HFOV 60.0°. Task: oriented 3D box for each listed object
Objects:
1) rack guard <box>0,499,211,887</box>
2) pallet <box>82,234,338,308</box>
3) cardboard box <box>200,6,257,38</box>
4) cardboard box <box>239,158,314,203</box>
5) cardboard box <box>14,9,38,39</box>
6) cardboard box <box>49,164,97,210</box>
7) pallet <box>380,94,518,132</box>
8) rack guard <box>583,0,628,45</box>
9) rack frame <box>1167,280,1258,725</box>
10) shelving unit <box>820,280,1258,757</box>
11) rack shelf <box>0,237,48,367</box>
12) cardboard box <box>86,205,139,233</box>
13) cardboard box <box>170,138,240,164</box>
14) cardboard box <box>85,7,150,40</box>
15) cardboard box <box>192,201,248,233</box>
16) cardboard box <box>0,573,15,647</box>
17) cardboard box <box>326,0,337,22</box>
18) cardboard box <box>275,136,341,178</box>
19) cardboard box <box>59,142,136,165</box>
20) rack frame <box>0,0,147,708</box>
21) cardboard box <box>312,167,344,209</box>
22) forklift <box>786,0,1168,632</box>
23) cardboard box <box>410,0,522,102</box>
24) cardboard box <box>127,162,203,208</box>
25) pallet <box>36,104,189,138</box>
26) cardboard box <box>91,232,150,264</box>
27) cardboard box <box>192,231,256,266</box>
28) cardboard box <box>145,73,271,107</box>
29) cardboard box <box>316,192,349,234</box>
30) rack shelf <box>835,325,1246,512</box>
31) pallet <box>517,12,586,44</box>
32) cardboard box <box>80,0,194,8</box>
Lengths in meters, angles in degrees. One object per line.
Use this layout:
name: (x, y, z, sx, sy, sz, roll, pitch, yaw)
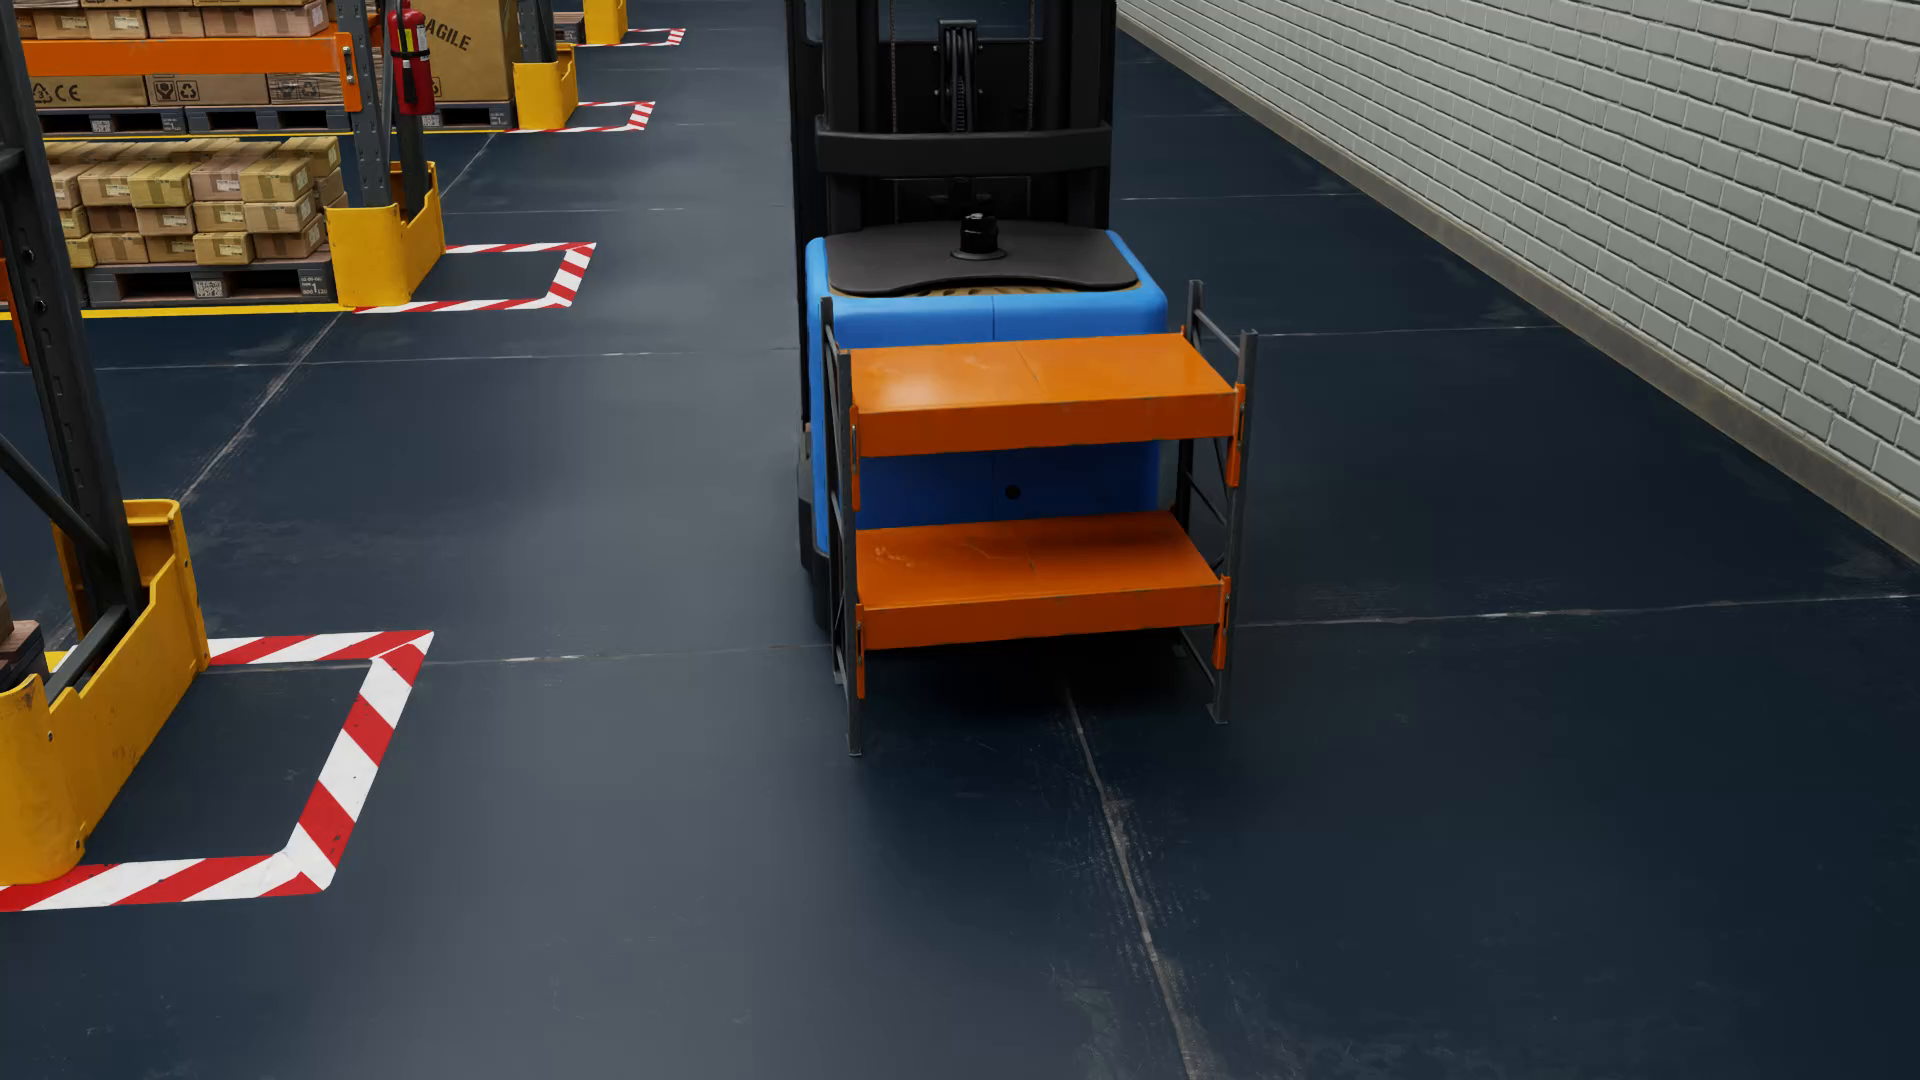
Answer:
rack guard: (-2.344, 0.351, 4.344, 0.348, 0.500, 1.175, -2, 24, -5)
pallet: (-3.843, -1.491, 8.846, 1.213, 0.211, 1.003, -2, 24, -5)
cardboard box: (-3.503, -2.550, 8.103, 0.250, 0.149, 0.380, -2, 24, -5)
cardboard box: (-3.457, -1.824, 8.422, 0.250, 0.149, 0.380, -2, 24, -5)
cardboard box: (-4.542, -2.529, 8.056, 0.250, 0.149, 0.380, -3, 24, -7)
cardboard box: (-4.484, -1.758, 8.272, 0.250, 0.149, 0.380, -1, 24, -3)
pallet: (-4.130, -3.458, 13.270, 1.213, 0.211, 1.003, -2, 24, -5)
rack guard: (-3.806, -5.662, 17.872, 0.348, 0.500, 1.175, -2, 24, -5)
rack frame: (0.685, -0.103, 4.589, 0.032, 1.125, 0.500, -4, 25, -9)
shelving unit: (0.184, -0.069, 4.512, 1.048, 1.125, 0.538, -4, 25, -9)
rack shelf: (-4.358, -0.381, 3.801, 4.000, 0.370, 1.077, -2, 24, -5)
cardboard box: (-4.247, -1.685, 8.474, 0.250, 0.149, 0.380, -3, 24, -6)
cardboard box: (-4.036, -2.046, 8.921, 0.250, 0.149, 0.380, -2, 24, -5)
cardboard box: (-4.003, -2.514, 8.023, 0.250, 0.149, 0.380, -2, 24, -4)
cardboard box: (-3.718, -1.687, 8.479, 0.250, 0.149, 0.380, -3, 24, -6)
cardboard box: (-3.015, 0.256, 4.119, 0.875, 0.438, 0.875, -3, 24, -7)
cardboard box: (-3.310, -2.792, 8.647, 0.250, 0.149, 0.380, -2, 24, -6)
cardboard box: (-3.510, -2.064, 8.962, 0.250, 0.149, 0.380, -3, 24, -8)
cardboard box: (-4.551, -1.996, 8.807, 0.250, 0.149, 0.380, -1, 24, -3)
rack frame: (-2.368, -0.790, 3.834, 0.127, 3.000, 1.000, -2, 24, -5)
cardboard box: (-3.502, -1.895, 8.946, 0.250, 0.149, 0.380, -1, 24, -3)
forklift: (-0.053, -1.627, 5.802, 1.130, 2.935, 3.031, -2, 24, -5)
cardboard box: (-3.971, -3.959, 13.062, 0.875, 0.875, 0.875, -2, 24, -5)
cardboard box: (-3.958, -1.776, 8.313, 0.250, 0.149, 0.380, -3, 24, -6)
pallet: (-6.558, -3.360, 13.051, 1.213, 0.211, 1.003, -2, 24, -5)
cardboard box: (-4.220, -1.529, 8.489, 0.250, 0.149, 0.380, -2, 24, -5)
cardboard box: (-3.705, -1.519, 8.468, 0.250, 0.149, 0.380, -2, 24, -4)
cardboard box: (-5.762, -3.887, 12.901, 0.875, 0.875, 0.875, -2, 24, -5)
cardboard box: (-3.508, -1.784, 9.065, 0.250, 0.149, 0.380, -2, 24, -4)
rack shelf: (0.184, -0.335, 4.391, 1.000, 0.278, 0.538, -4, 25, -9)
pallet: (-4.653, -5.506, 17.878, 1.213, 0.211, 1.003, -2, 24, -5)
cardboard box: (-3.890, -2.828, 7.930, 0.500, 0.500, 0.500, -3, 24, -6)
